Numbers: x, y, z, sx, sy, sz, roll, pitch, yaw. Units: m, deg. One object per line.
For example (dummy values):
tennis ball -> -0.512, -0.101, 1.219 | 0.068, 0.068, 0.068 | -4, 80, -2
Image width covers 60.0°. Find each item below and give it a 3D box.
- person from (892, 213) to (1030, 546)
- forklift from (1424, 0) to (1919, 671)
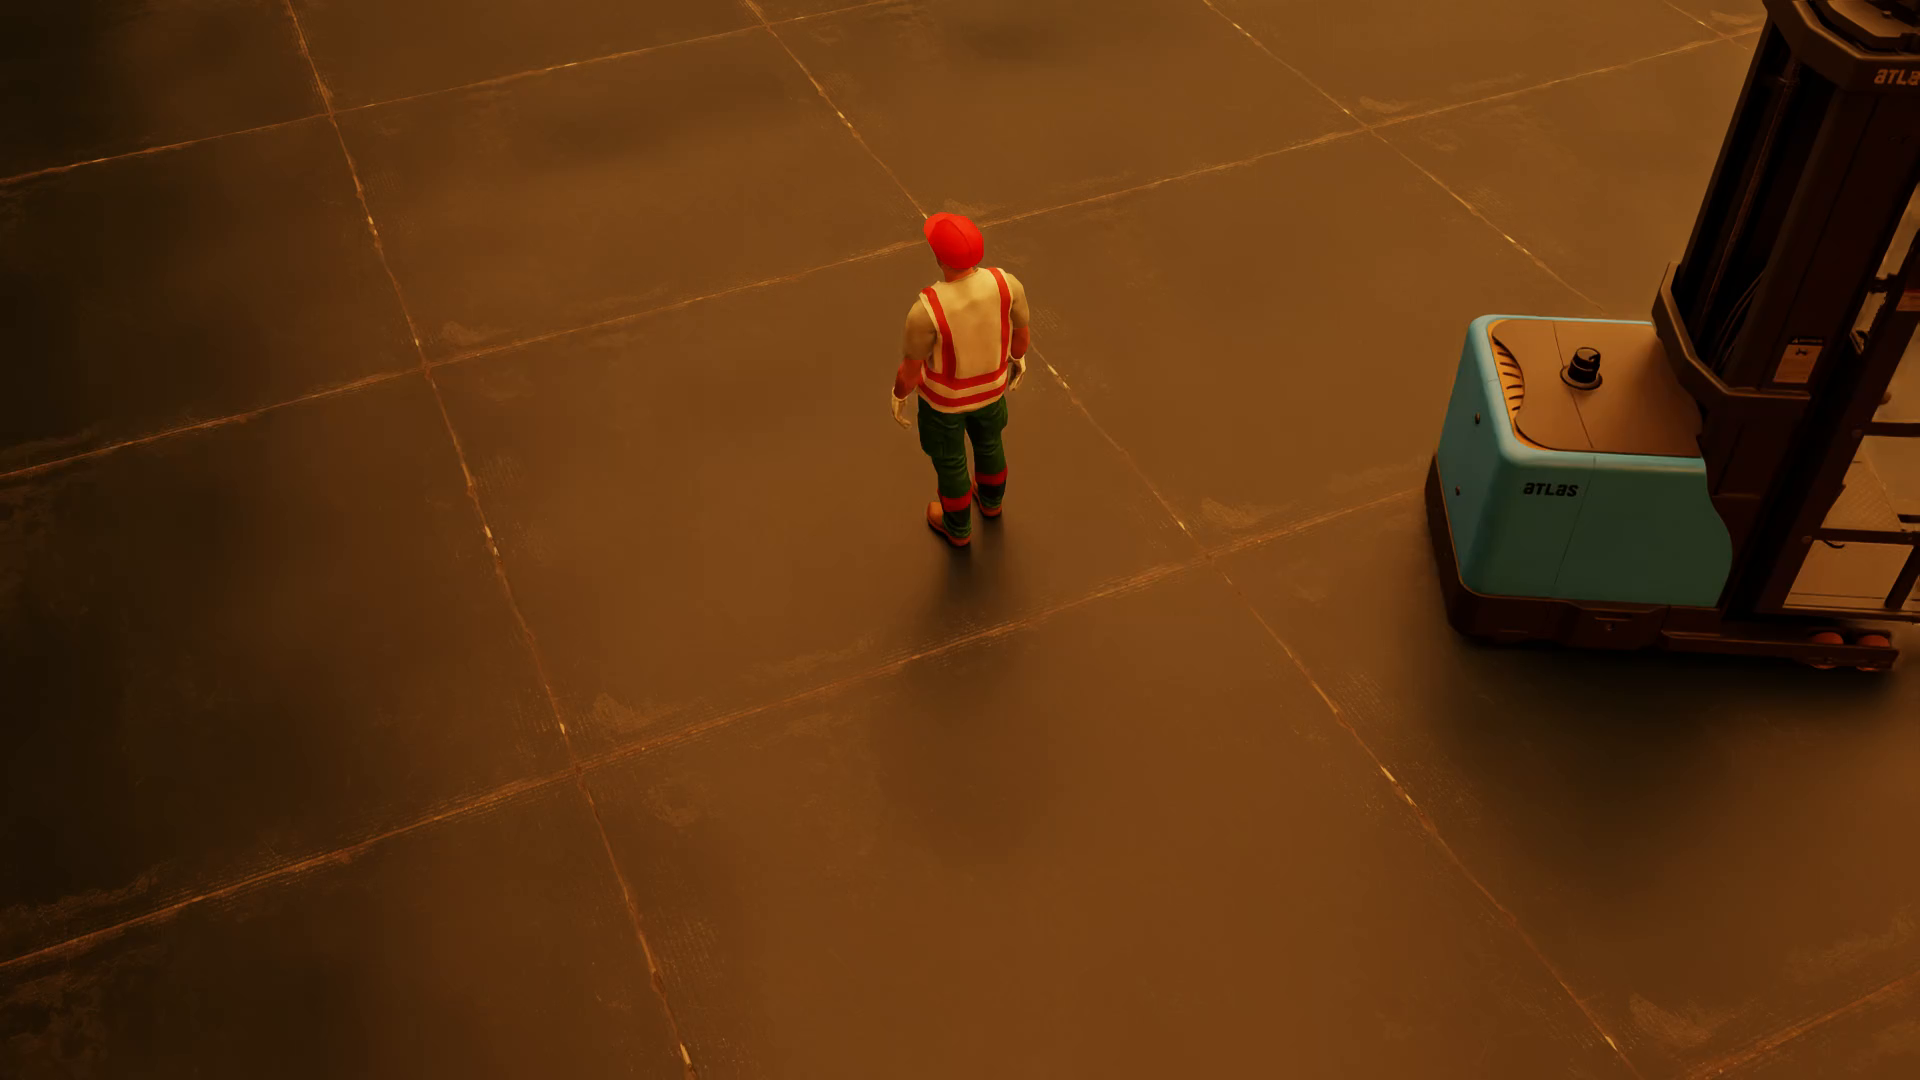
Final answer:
person -> -0.023, -0.713, 7.270 | 0.637, 1.790, 0.562 | -18, 46, -18
forklift -> 3.702, -0.881, 6.624 | 3.031, 2.935, 1.130 | 3, 43, 3
